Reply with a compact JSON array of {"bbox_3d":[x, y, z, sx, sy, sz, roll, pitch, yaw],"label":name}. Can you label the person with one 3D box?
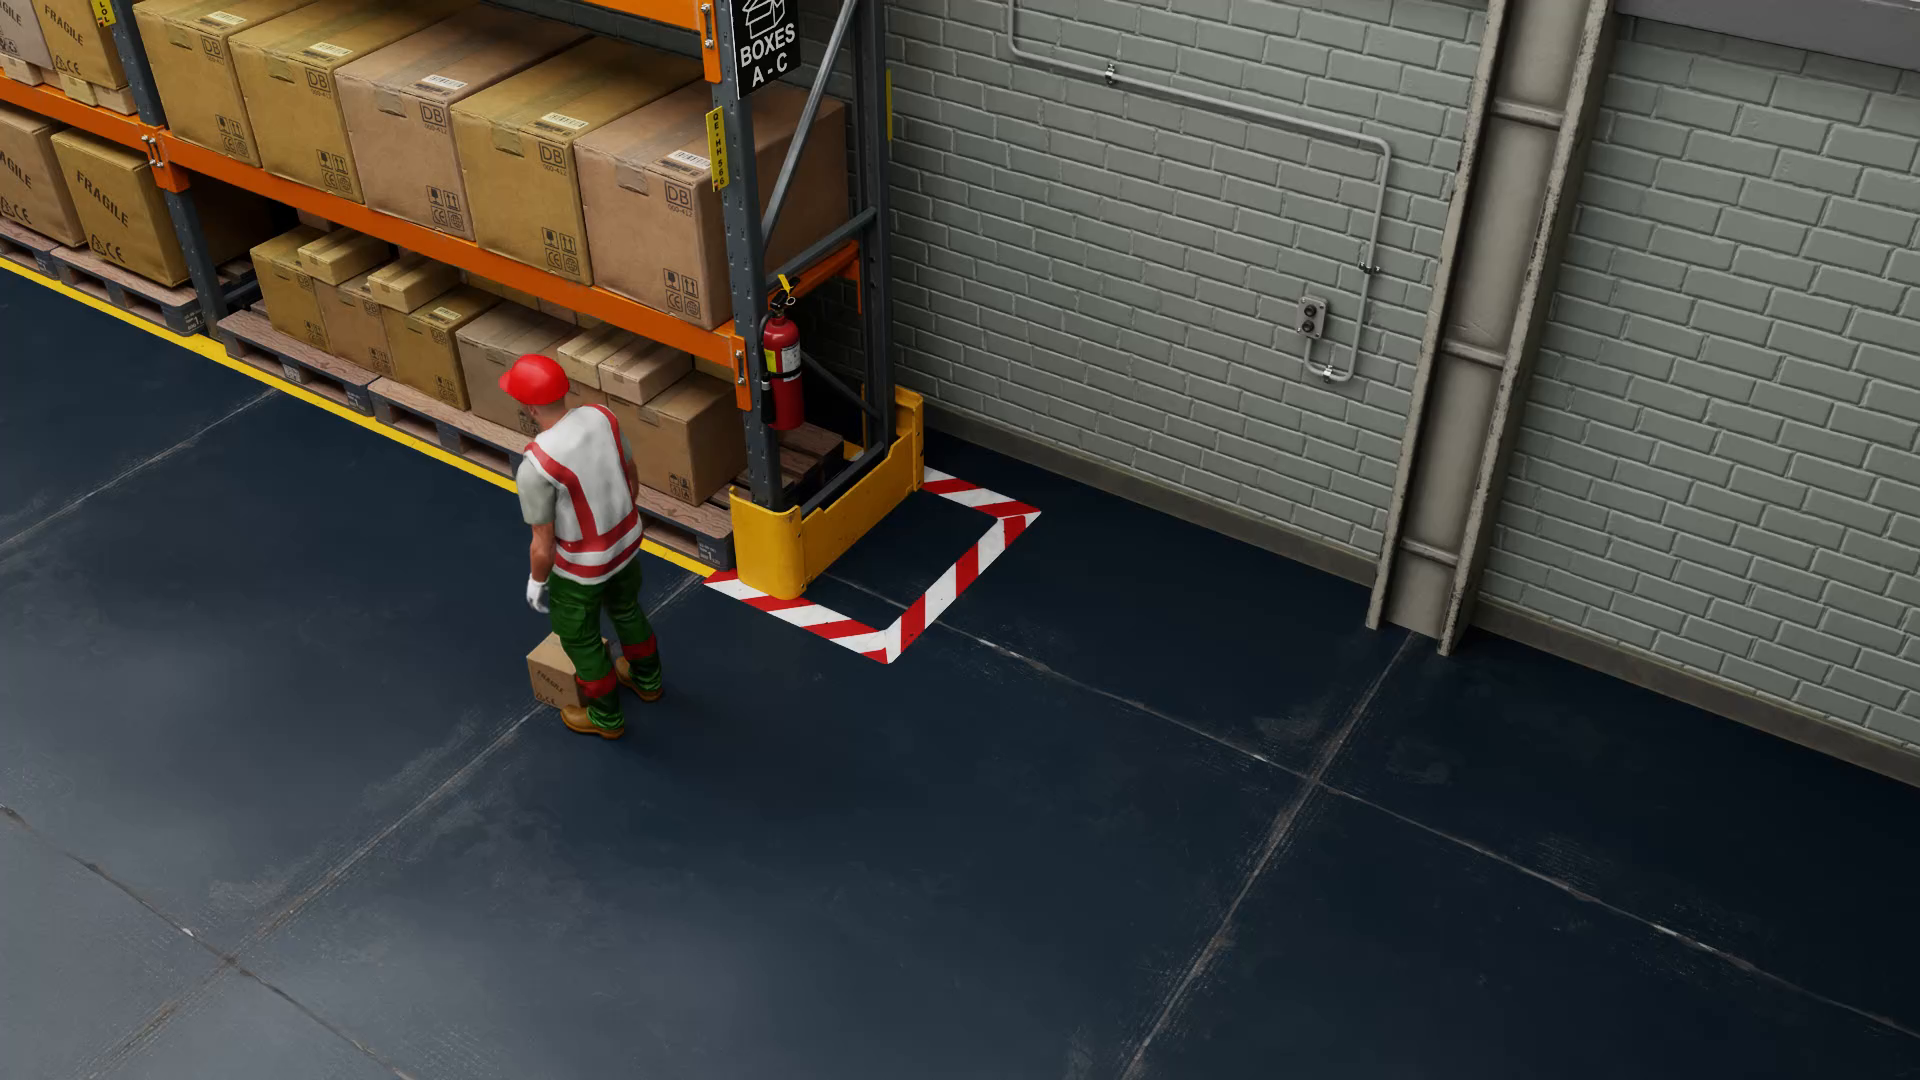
[{"bbox_3d":[-1.496,0.040,6.618,0.456,1.778,0.617,21,43,24],"label":"person"}]
